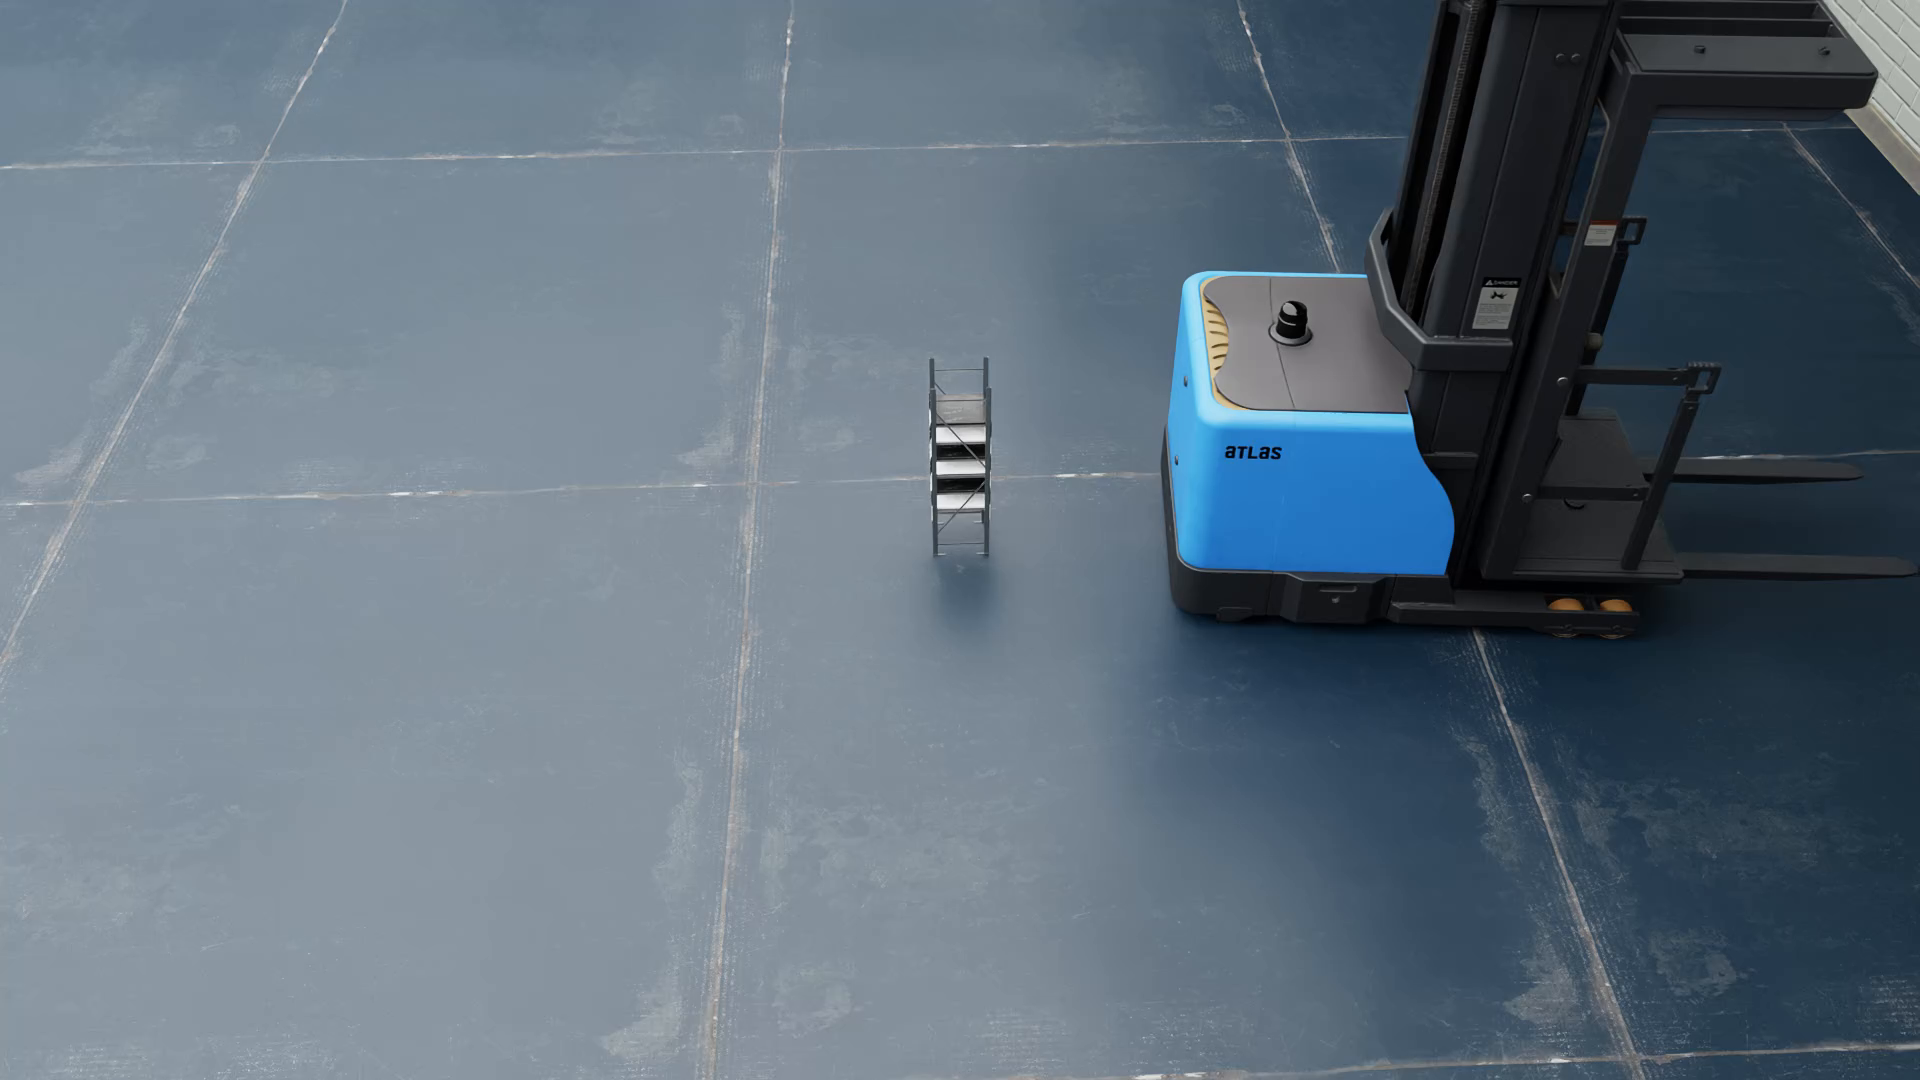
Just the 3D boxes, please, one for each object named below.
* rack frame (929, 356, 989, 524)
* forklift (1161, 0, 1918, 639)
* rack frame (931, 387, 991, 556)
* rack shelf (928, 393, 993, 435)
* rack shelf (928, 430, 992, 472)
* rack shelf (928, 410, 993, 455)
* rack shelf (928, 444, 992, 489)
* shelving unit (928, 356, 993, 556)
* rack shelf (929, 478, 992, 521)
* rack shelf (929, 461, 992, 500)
[{"bbox_3d":[-0.005,-0.406,7.027,0.240,0.900,0.006,-2,43,-2],"label":"rack frame"},{"bbox_3d":[2.405,-1.045,6.221,3.031,2.935,1.130,1,43,2],"label":"forklift"},{"bbox_3d":[0.004,-0.269,6.877,0.240,0.900,0.006,-2,43,-2],"label":"rack frame"},{"bbox_3d":[0.000,-0.512,6.792,0.258,0.077,0.200,-2,43,-2],"label":"rack shelf"},{"bbox_3d":[0.000,-0.379,6.914,0.258,0.077,0.200,-2,43,-2],"label":"rack shelf"},{"bbox_3d":[0.000,-0.445,6.853,0.258,0.077,0.200,-2,43,-2],"label":"rack shelf"},{"bbox_3d":[0.000,-0.313,6.974,0.258,0.077,0.200,-2,43,-2],"label":"rack shelf"},{"bbox_3d":[0.000,-0.337,6.952,0.258,0.900,0.210,-2,43,-2],"label":"shelving unit"},{"bbox_3d":[0.000,-0.180,7.096,0.258,0.077,0.200,-2,43,-2],"label":"rack shelf"},{"bbox_3d":[0.000,-0.246,7.035,0.258,0.077,0.200,-2,43,-2],"label":"rack shelf"}]
